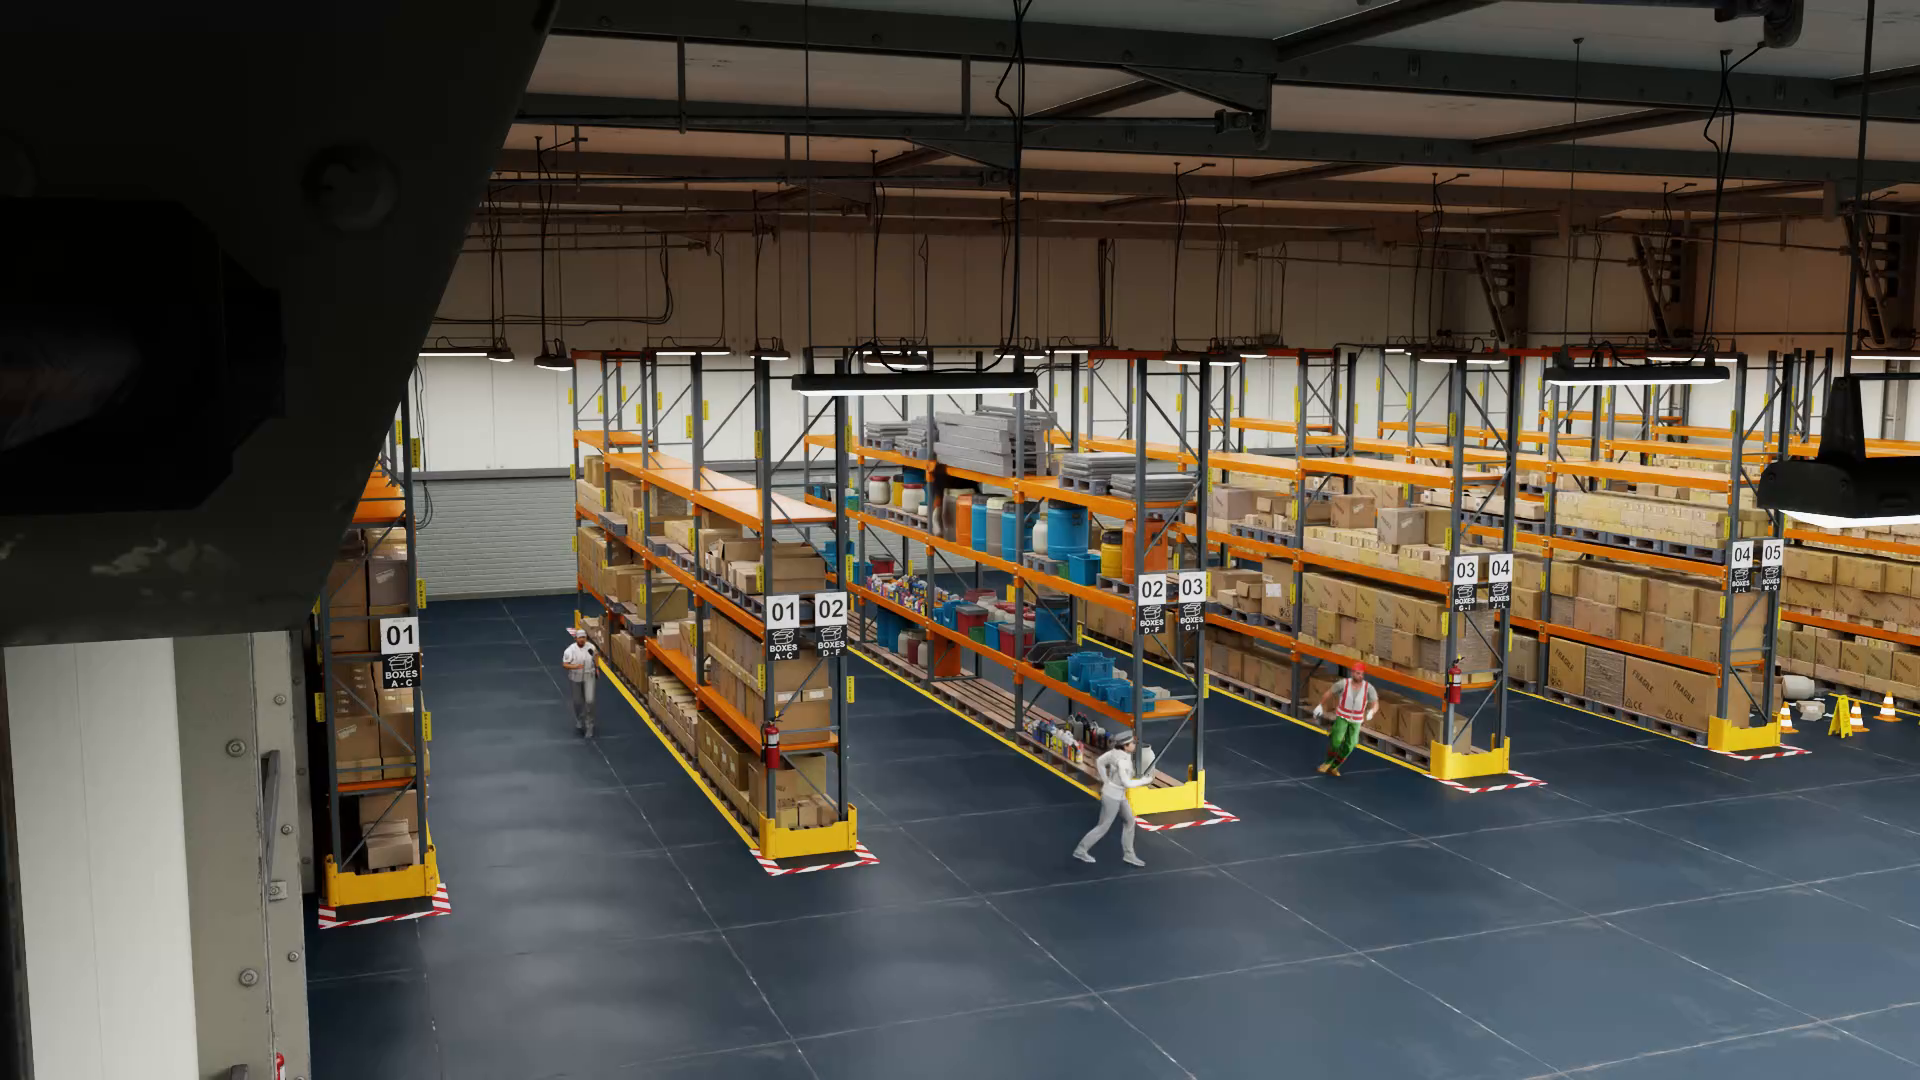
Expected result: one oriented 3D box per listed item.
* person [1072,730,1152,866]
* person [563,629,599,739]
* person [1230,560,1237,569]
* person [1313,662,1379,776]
[{"bbox_3d":[1.804,3.071,19.682,0.935,1.681,0.591,0,7,4],"label":"person"},{"bbox_3d":[-5.980,2.246,26.287,0.552,1.724,0.842,-2,7,-13],"label":"person"},{"bbox_3d":[5.479,1.301,33.529,0.619,1.814,0.712,-4,8,-27],"label":"person"},{"bbox_3d":[5.533,2.564,23.678,0.867,1.667,0.663,0,7,-1],"label":"person"}]
